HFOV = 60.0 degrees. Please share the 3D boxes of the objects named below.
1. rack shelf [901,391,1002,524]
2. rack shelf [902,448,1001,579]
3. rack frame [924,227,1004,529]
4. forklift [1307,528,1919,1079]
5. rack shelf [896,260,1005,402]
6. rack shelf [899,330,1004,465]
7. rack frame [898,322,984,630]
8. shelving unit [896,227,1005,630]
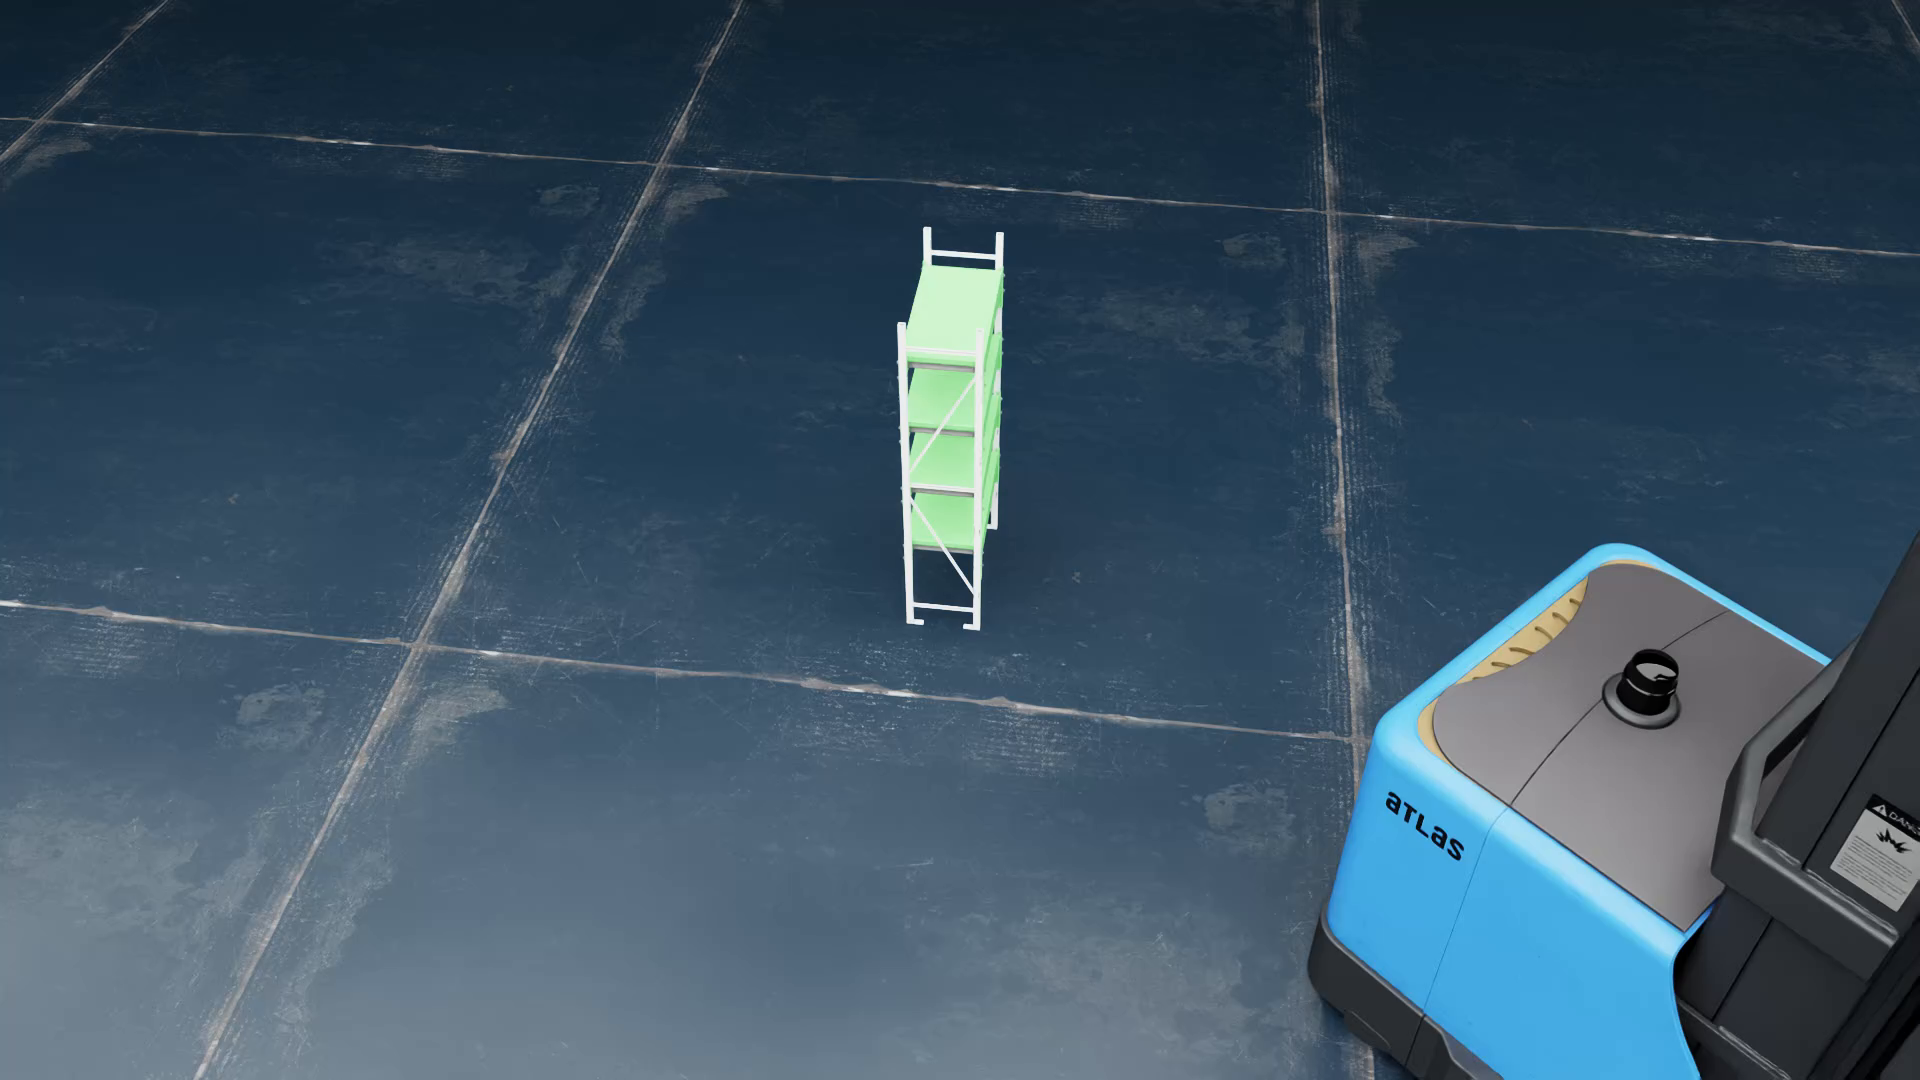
[{"bbox_3d":[-0.022,-0.276,5.262,0.258,0.148,0.480,5,44,6],"label":"rack shelf"},{"bbox_3d":[-0.022,-0.102,5.427,0.258,0.148,0.480,5,44,6],"label":"rack shelf"},{"bbox_3d":[0.010,-0.489,5.394,0.240,1.200,0.015,5,44,6],"label":"rack frame"},{"bbox_3d":[2.273,0.679,2.901,1.130,2.935,3.031,-31,52,-29],"label":"forklift"},{"bbox_3d":[-0.022,-0.625,4.932,0.258,0.148,0.480,5,44,6],"label":"rack shelf"},{"bbox_3d":[-0.022,-0.451,5.097,0.258,0.148,0.480,5,44,6],"label":"rack shelf"},{"bbox_3d":[-0.054,-0.157,5.043,0.240,1.200,0.015,5,44,6],"label":"rack frame"},{"bbox_3d":[-0.022,-0.323,5.218,0.258,1.200,0.503,5,44,6],"label":"shelving unit"}]
